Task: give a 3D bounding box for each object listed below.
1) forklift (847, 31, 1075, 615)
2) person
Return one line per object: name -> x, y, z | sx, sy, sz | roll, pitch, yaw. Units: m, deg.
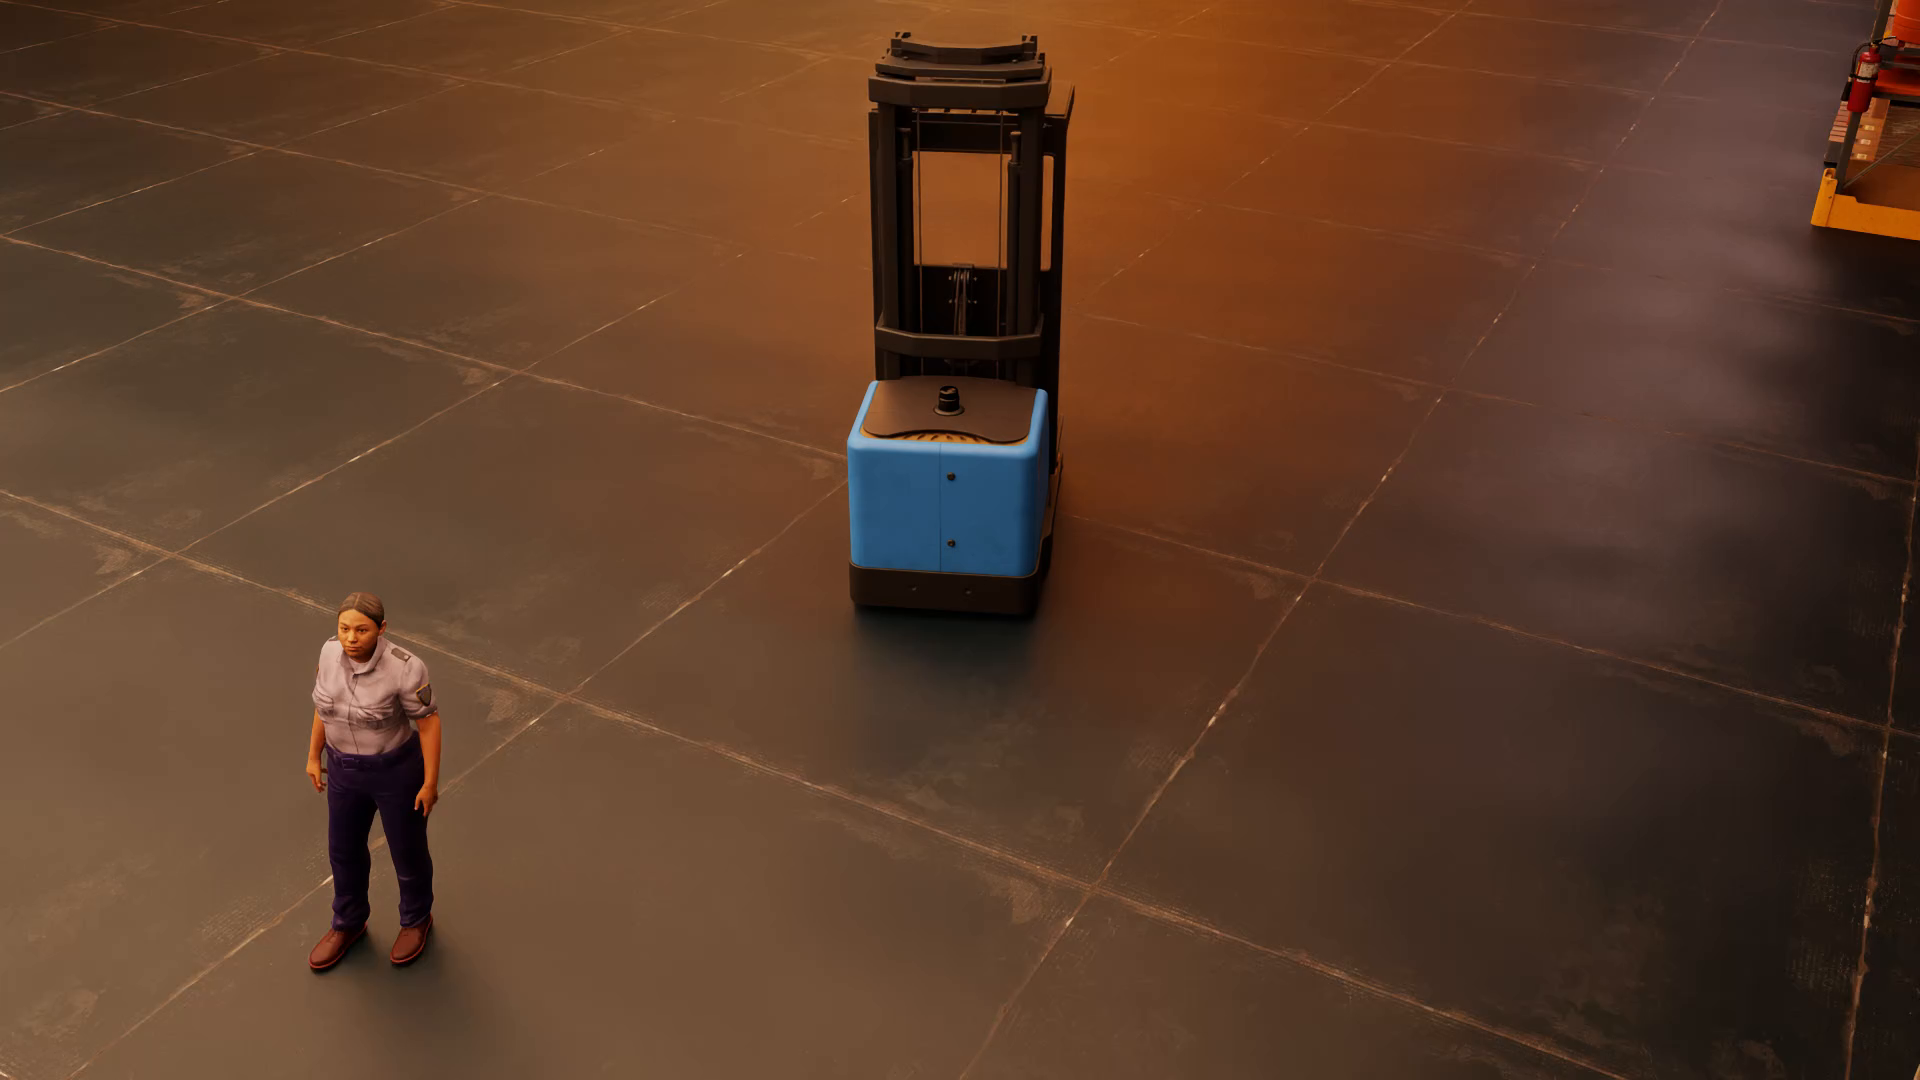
forklift -> 0.072, -1.572, 9.794 | 1.130, 2.935, 3.031 | 3, 30, 6
person -> -2.380, 0.981, 6.639 | 0.597, 1.651, 0.502 | 7, 31, 12
